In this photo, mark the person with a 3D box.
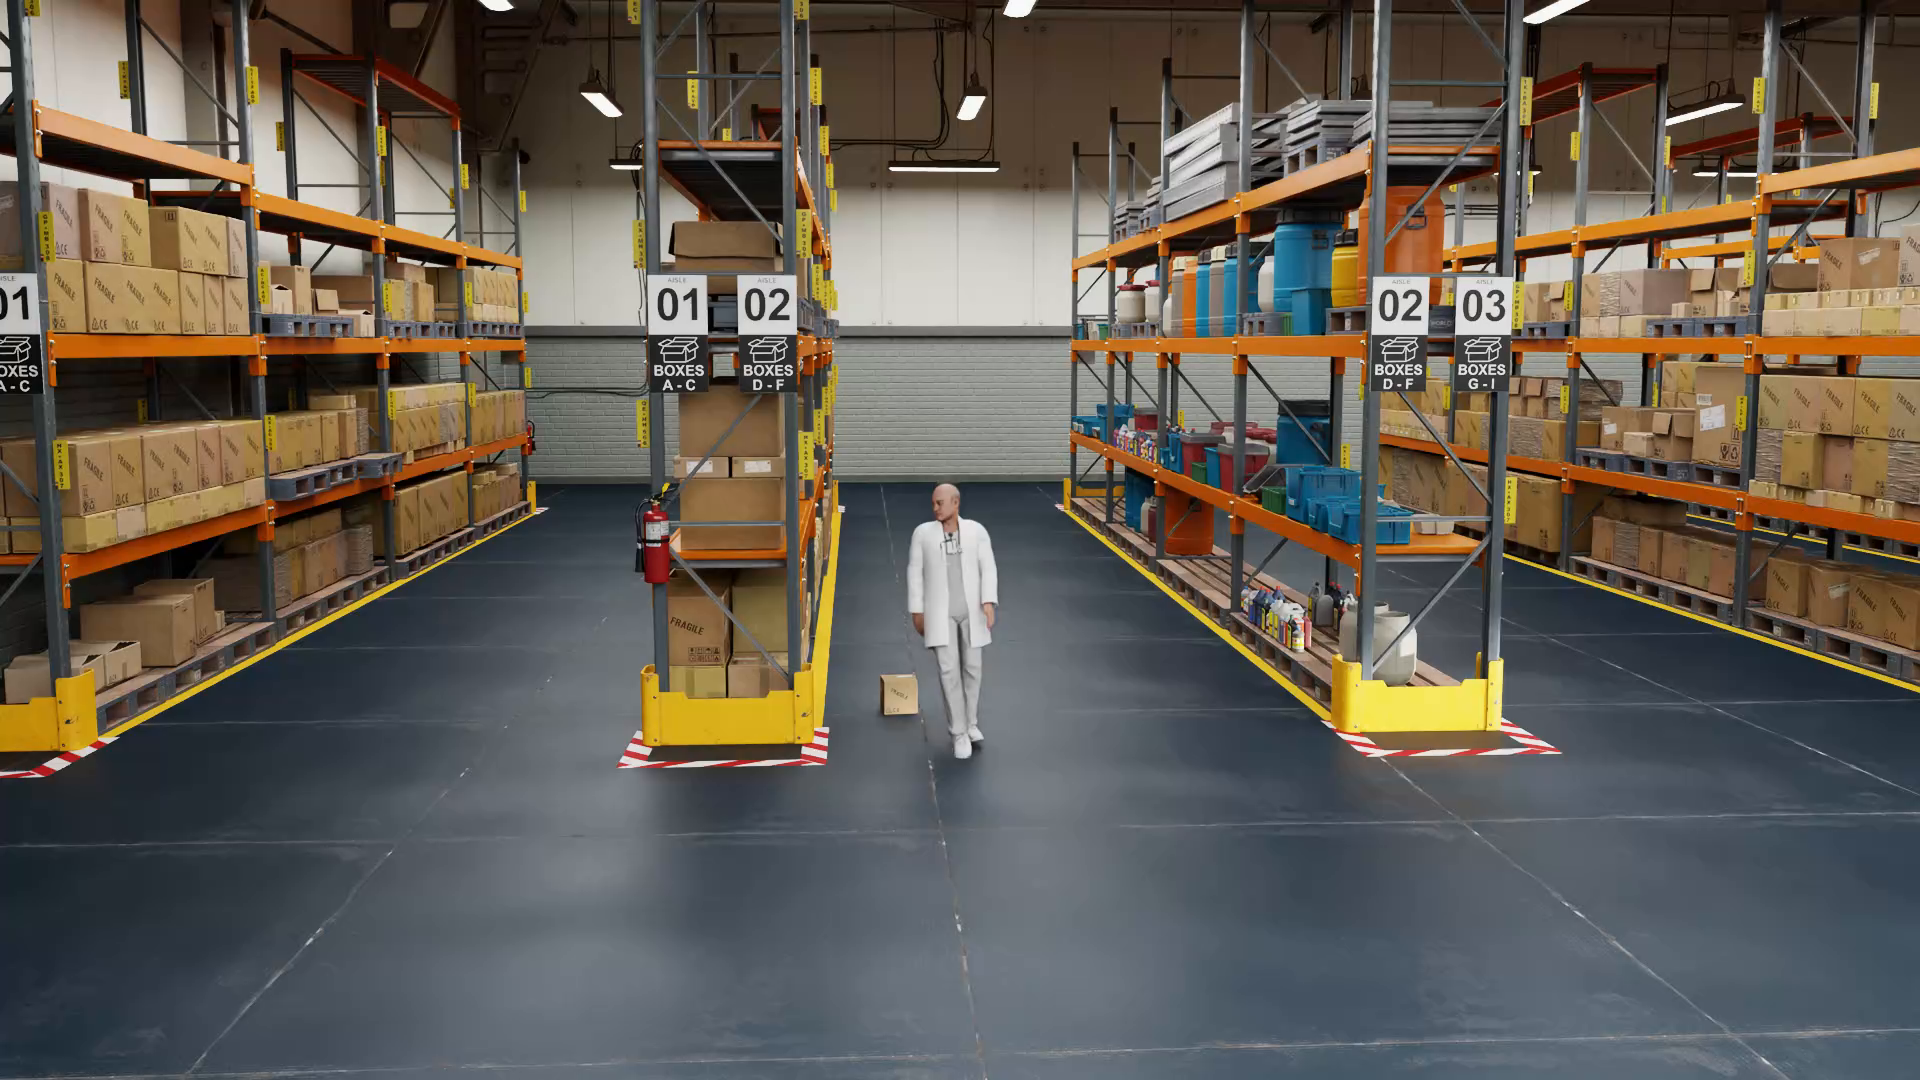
[{"bbox_3d":[-0.034,0.533,11.233,0.597,1.807,0.648,-1,7,-10],"label":"person"}]
